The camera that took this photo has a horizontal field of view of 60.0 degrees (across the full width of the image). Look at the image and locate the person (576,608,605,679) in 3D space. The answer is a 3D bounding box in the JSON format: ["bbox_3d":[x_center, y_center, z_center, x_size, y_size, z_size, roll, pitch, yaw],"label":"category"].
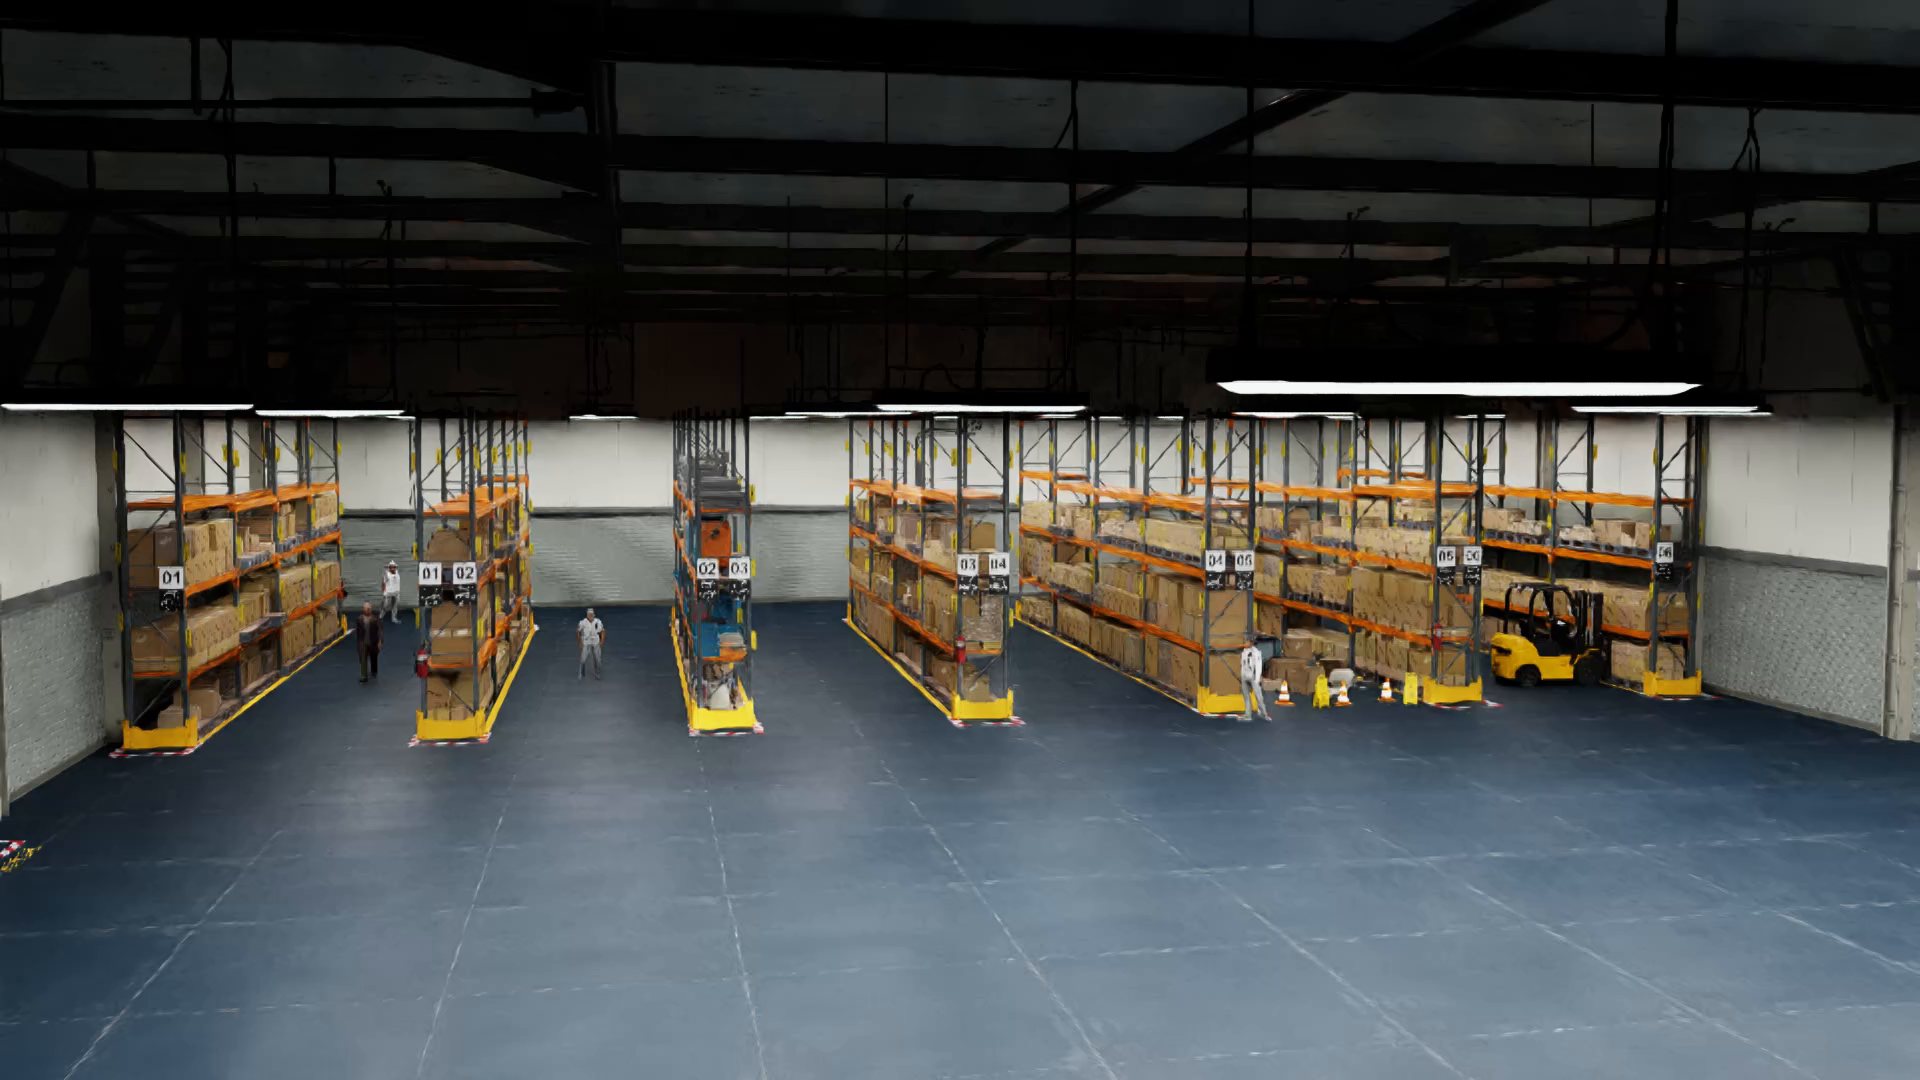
[{"bbox_3d":[-8.195,2.304,36.898,0.625,1.611,0.582,-1,4,-13],"label":"person"}]

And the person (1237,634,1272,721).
[{"bbox_3d":[5.636,2.635,31.835,0.460,1.668,0.652,-3,5,-38],"label":"person"}]

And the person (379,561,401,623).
[{"bbox_3d":[-16.257,1.485,47.195,0.483,1.779,0.729,3,5,37],"label":"person"}]

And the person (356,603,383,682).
[{"bbox_3d":[-13.046,2.245,36.732,0.600,1.725,1.111,-1,4,-12],"label":"person"}]
